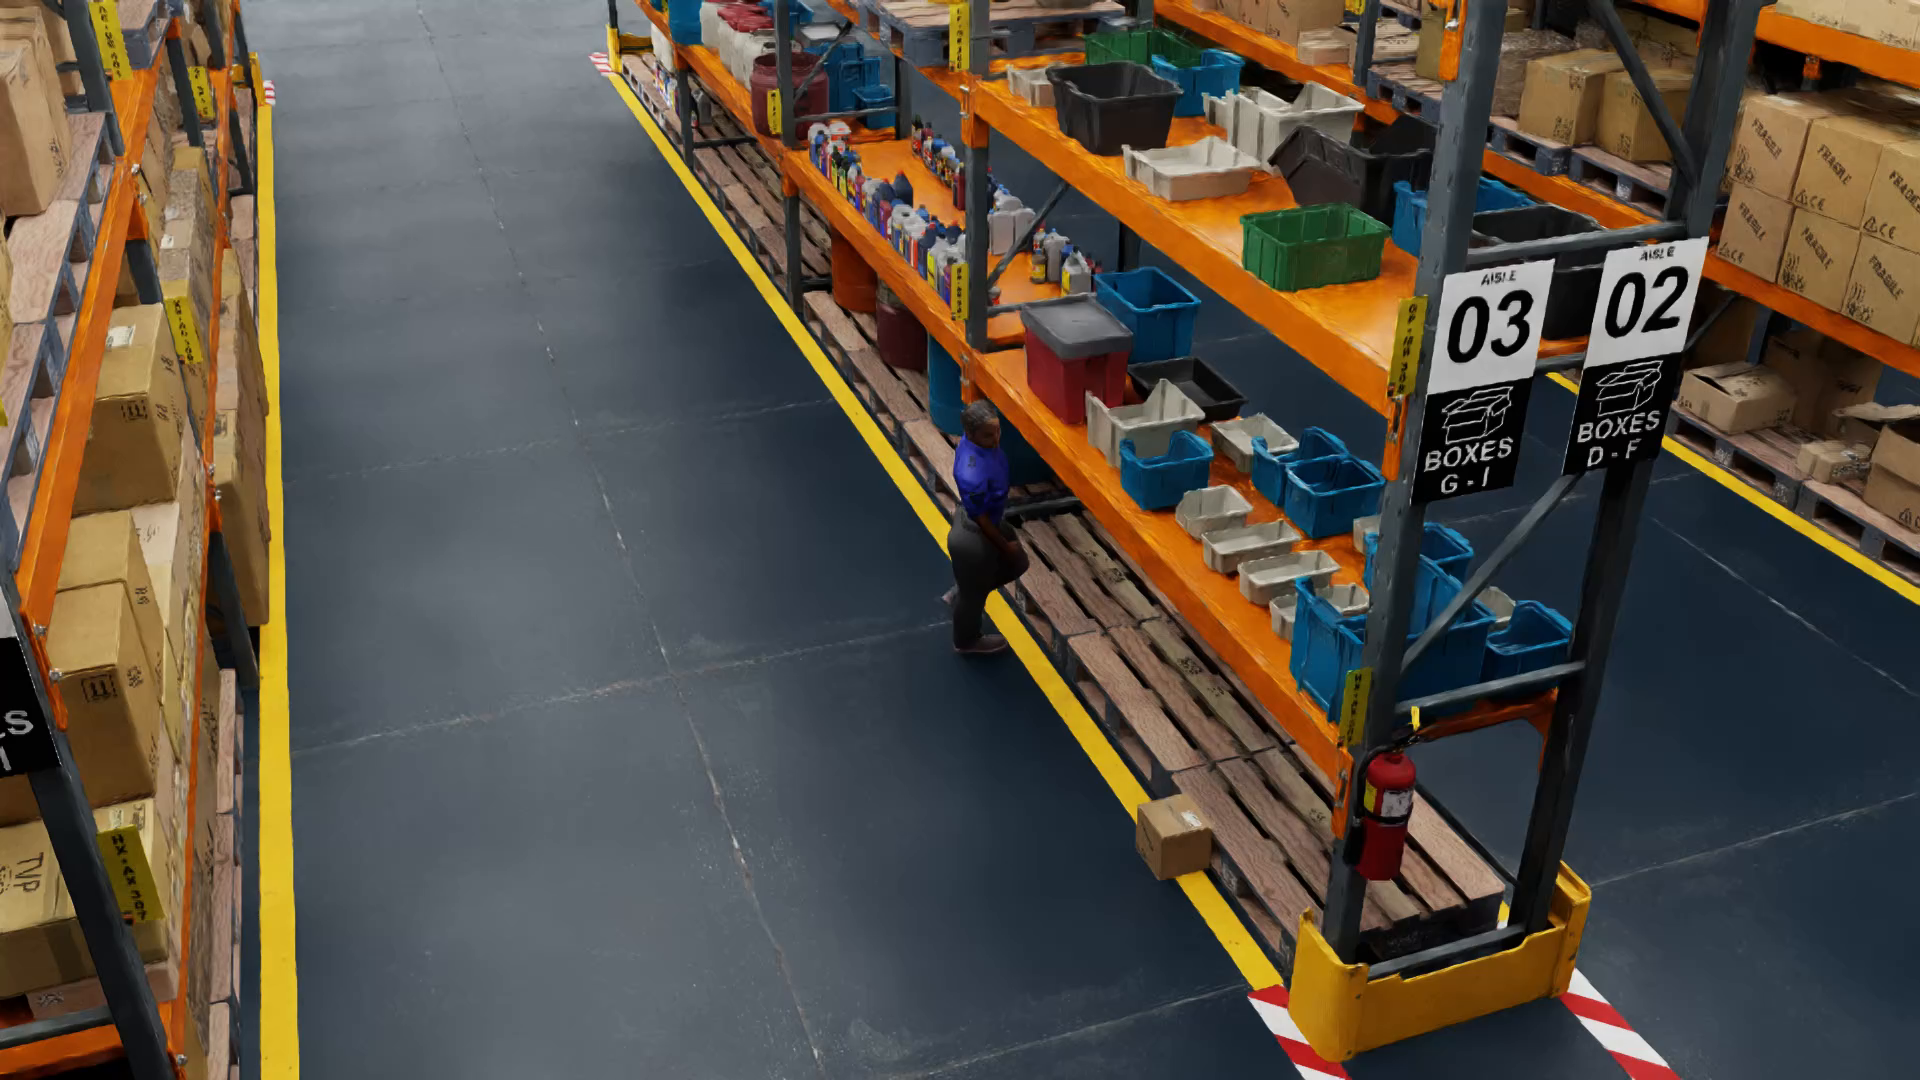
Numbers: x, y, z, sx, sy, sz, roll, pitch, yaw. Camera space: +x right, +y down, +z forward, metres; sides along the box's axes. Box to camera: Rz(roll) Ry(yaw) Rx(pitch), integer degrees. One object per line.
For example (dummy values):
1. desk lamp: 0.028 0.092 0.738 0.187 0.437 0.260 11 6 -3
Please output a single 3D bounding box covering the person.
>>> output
1. person: 0.116 -0.056 8.435 0.470 1.613 0.663 3 30 5
